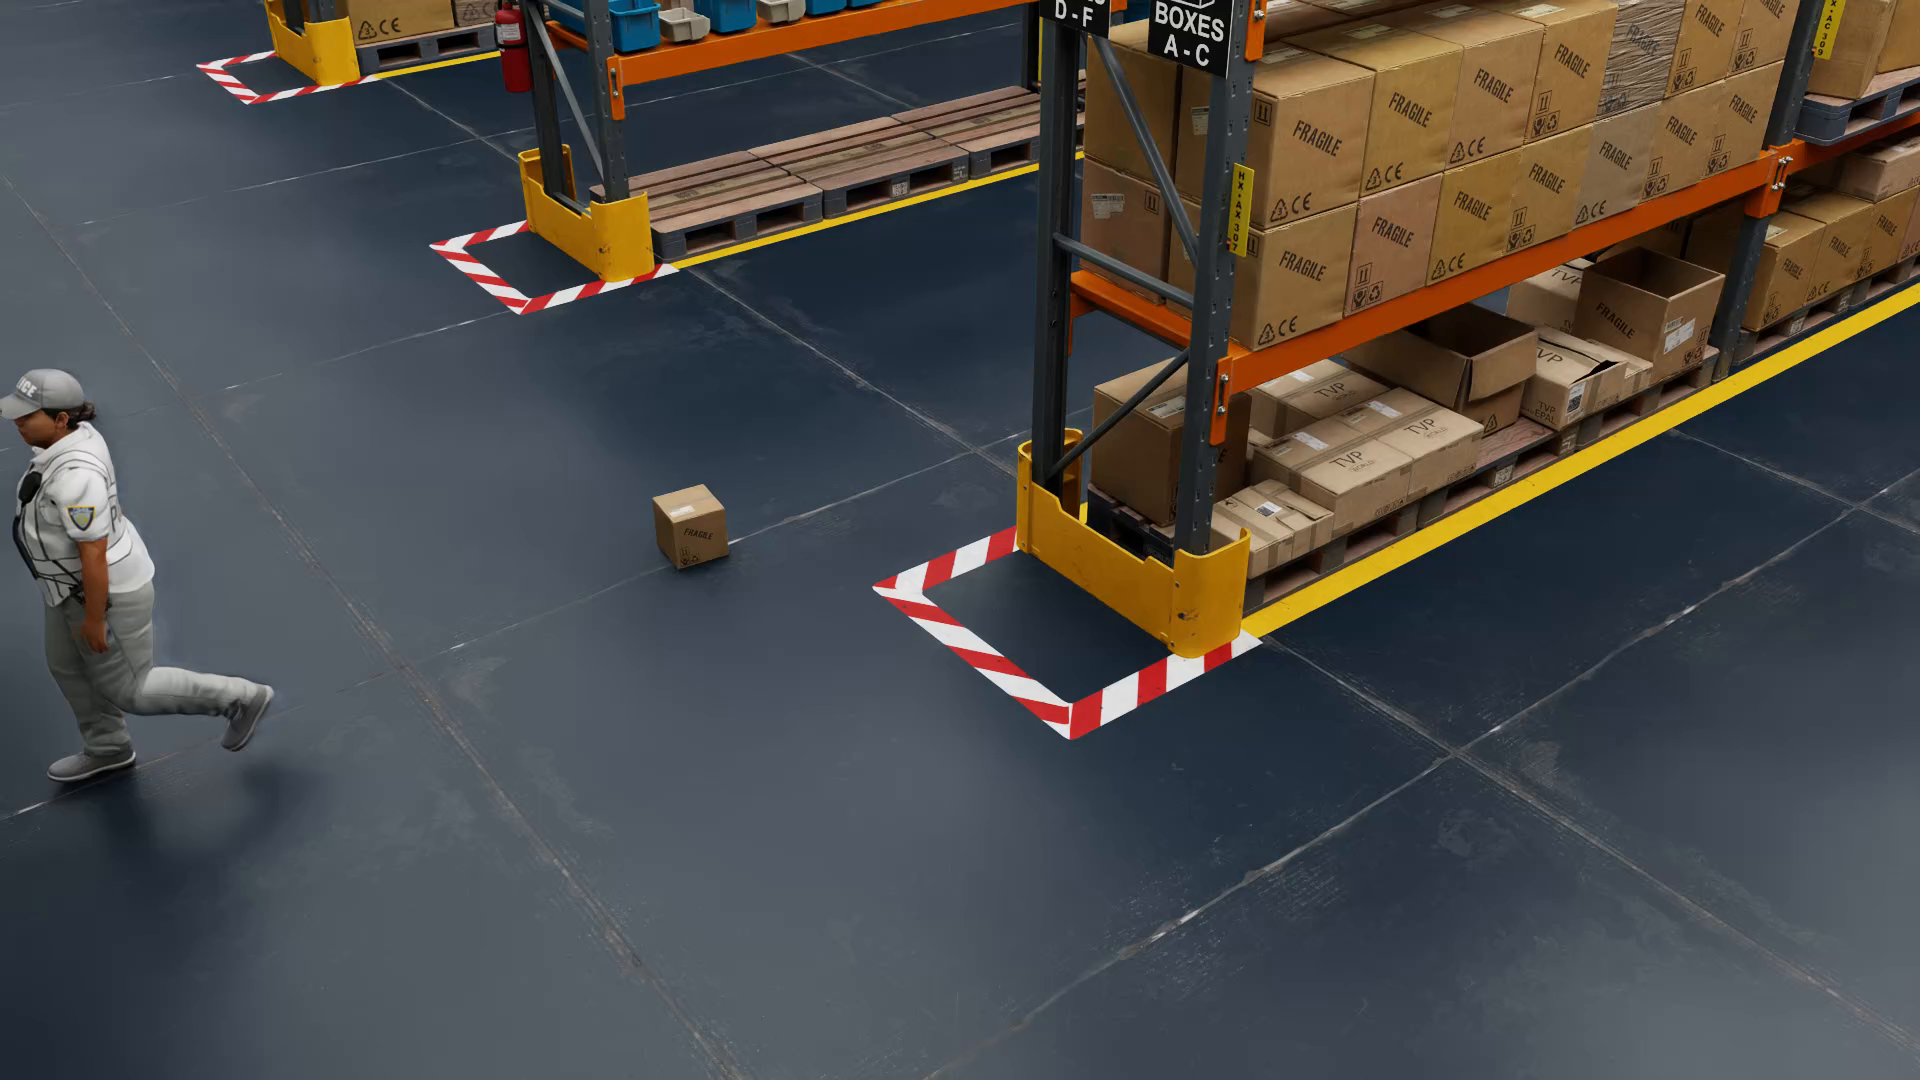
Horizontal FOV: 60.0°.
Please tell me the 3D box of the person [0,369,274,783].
[{"bbox_3d":[-3.005,0.144,5.888,0.816,1.628,0.482,-17,36,-25],"label":"person"}]
